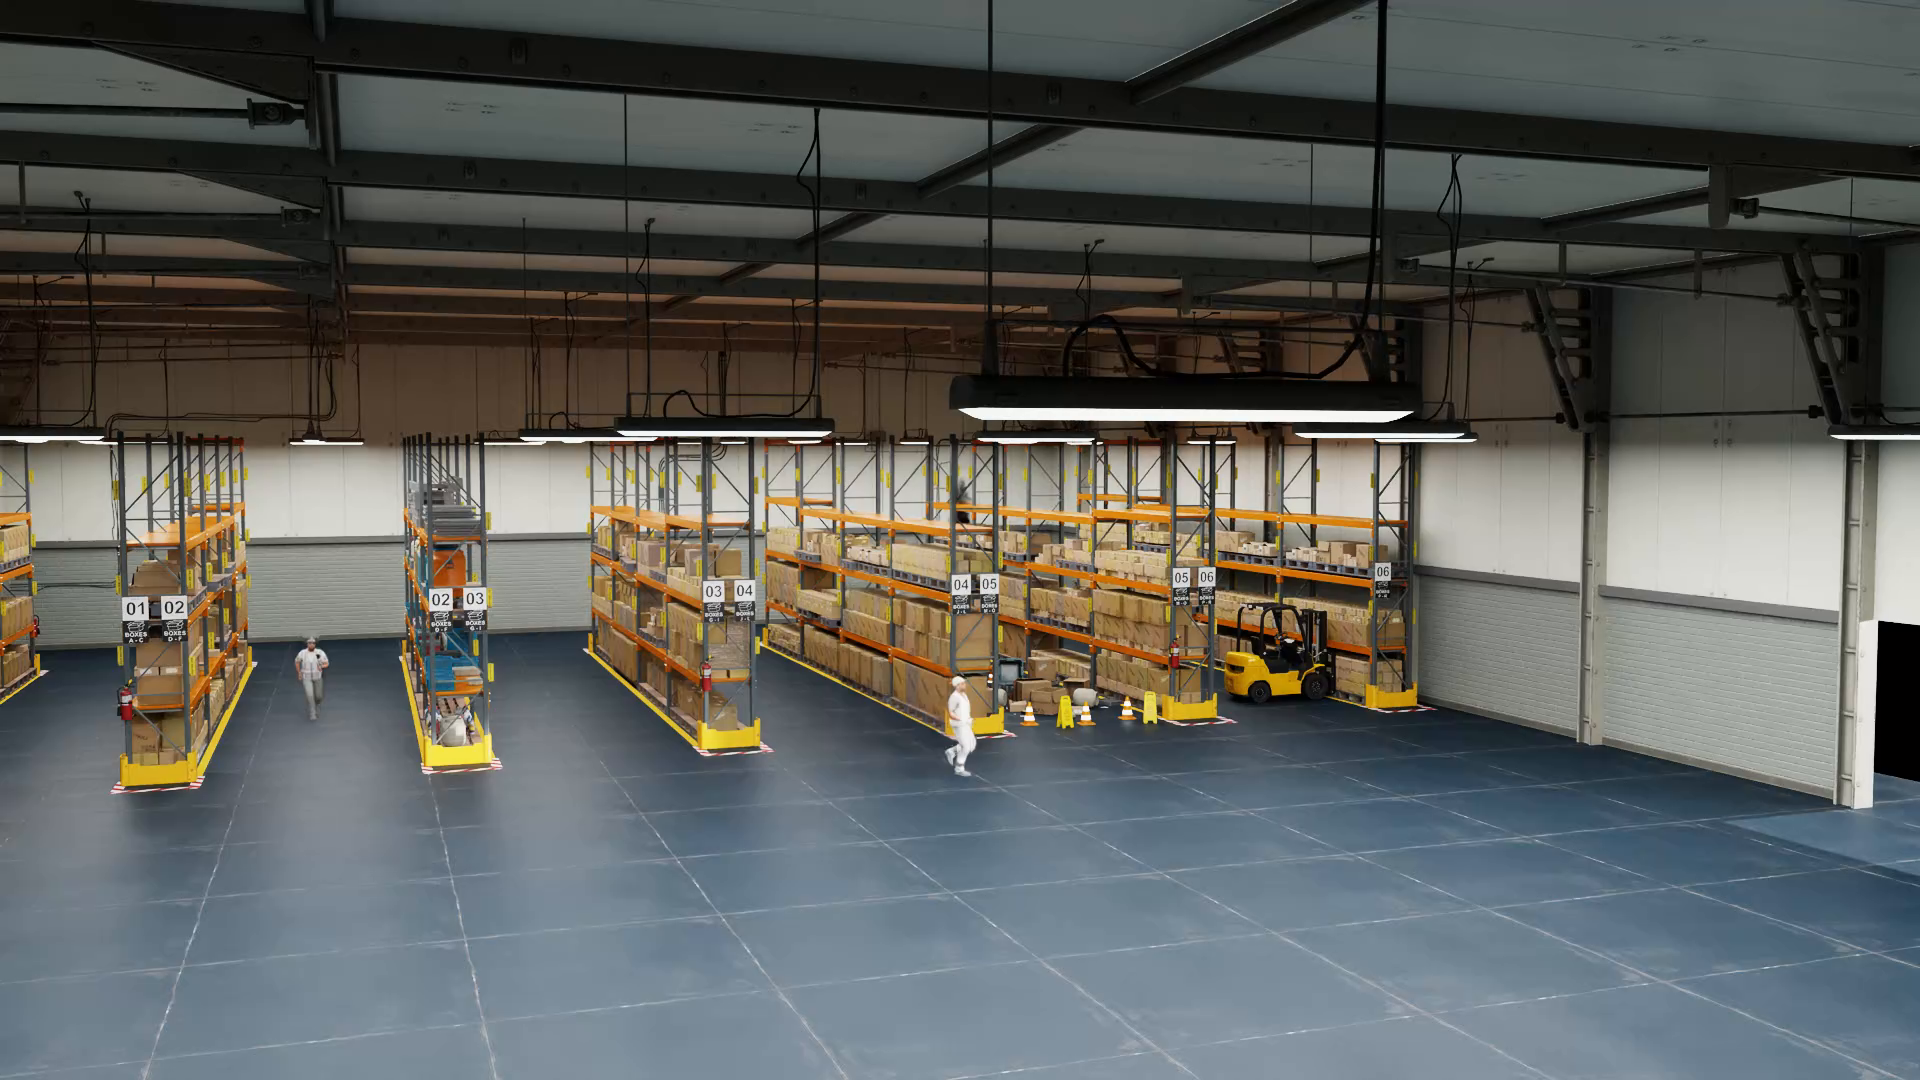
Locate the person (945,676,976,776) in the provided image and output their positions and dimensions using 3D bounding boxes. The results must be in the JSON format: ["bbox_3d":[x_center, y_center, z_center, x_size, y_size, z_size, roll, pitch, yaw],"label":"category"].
[{"bbox_3d":[-0.012,3.247,29.043,0.601,1.742,0.657,1,3,20],"label":"person"}]

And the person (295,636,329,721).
[{"bbox_3d":[-13.677,2.894,35.104,0.666,1.751,0.809,-1,3,-24],"label":"person"}]

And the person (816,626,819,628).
[{"bbox_3d":[-4.053,2.110,50.007,0.822,1.736,0.590,-1,3,-20],"label":"person"}]
